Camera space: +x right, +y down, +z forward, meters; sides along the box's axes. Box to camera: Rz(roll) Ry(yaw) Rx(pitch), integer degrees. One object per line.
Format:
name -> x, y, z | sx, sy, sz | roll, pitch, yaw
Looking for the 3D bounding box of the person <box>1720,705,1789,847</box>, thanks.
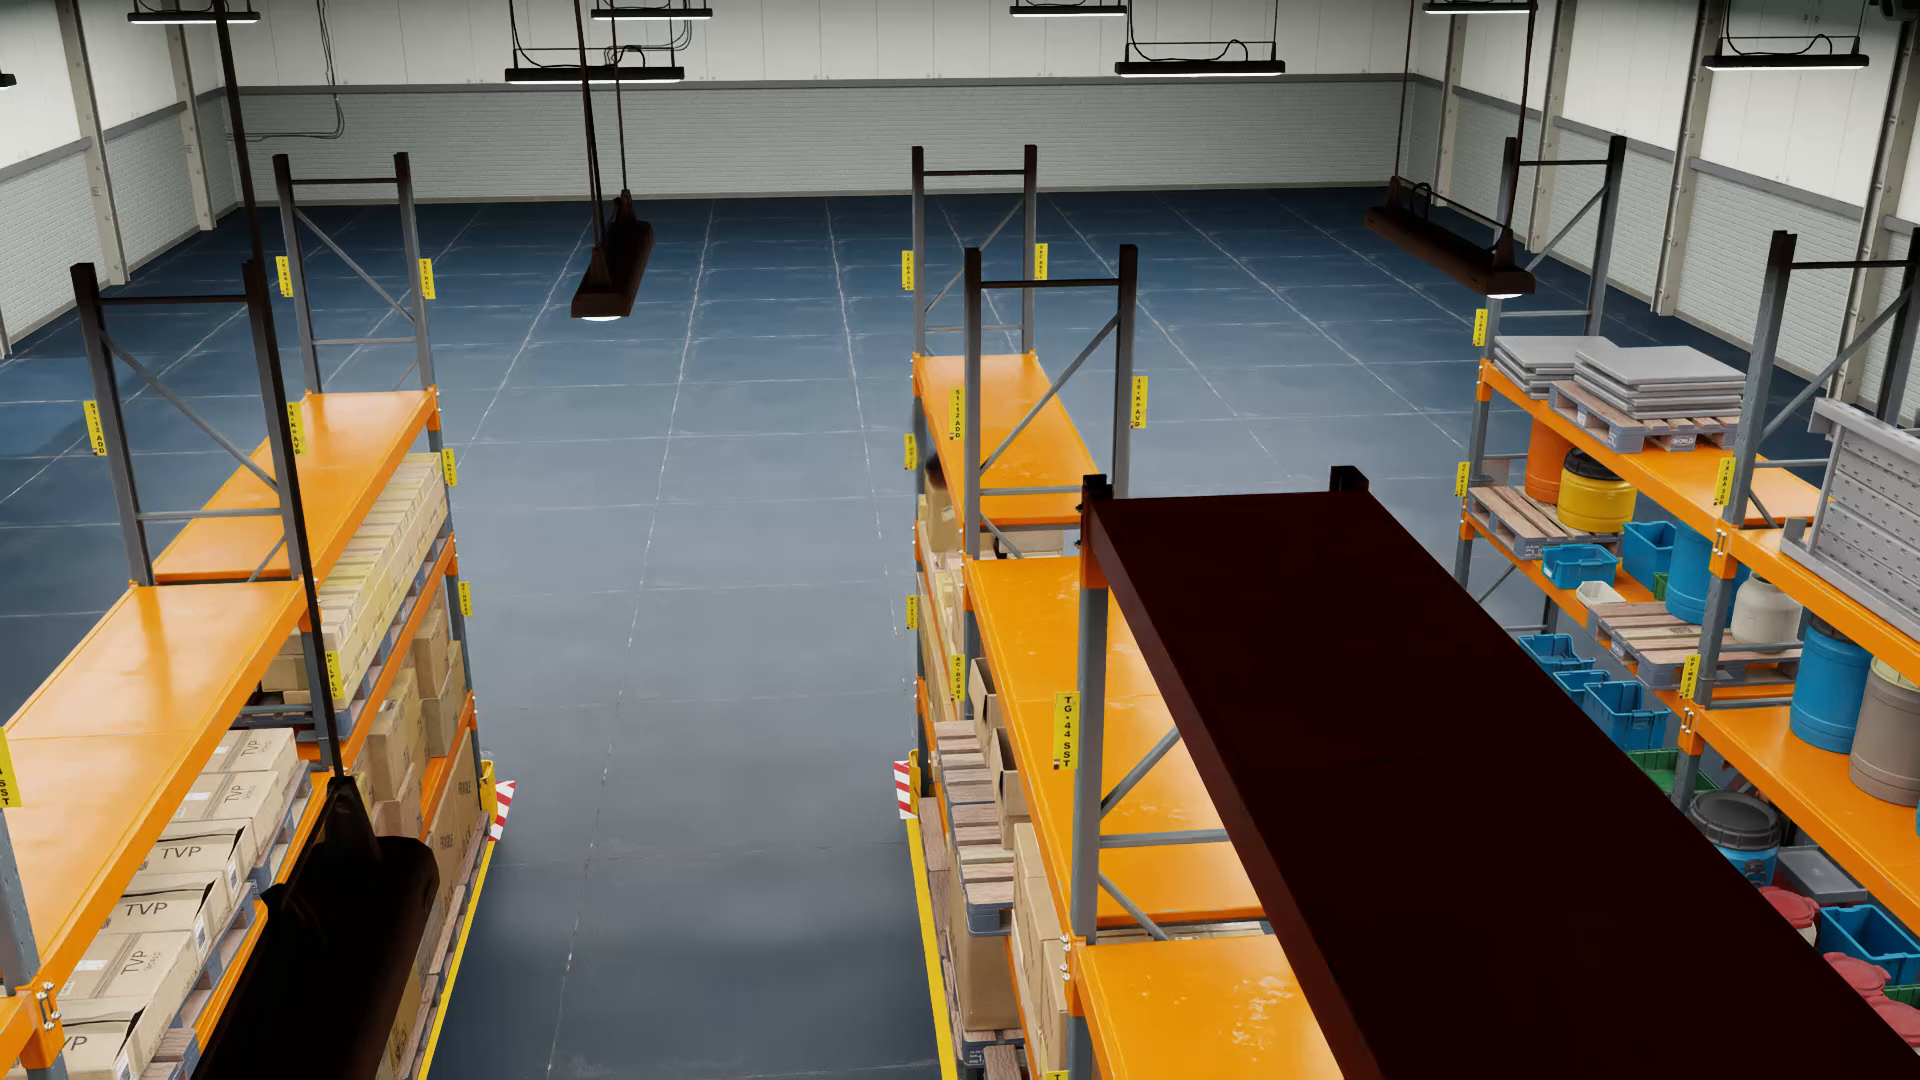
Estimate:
person -> 6.820, 1.995, 14.243 | 0.988, 1.743, 0.687 | 9, 23, 23
